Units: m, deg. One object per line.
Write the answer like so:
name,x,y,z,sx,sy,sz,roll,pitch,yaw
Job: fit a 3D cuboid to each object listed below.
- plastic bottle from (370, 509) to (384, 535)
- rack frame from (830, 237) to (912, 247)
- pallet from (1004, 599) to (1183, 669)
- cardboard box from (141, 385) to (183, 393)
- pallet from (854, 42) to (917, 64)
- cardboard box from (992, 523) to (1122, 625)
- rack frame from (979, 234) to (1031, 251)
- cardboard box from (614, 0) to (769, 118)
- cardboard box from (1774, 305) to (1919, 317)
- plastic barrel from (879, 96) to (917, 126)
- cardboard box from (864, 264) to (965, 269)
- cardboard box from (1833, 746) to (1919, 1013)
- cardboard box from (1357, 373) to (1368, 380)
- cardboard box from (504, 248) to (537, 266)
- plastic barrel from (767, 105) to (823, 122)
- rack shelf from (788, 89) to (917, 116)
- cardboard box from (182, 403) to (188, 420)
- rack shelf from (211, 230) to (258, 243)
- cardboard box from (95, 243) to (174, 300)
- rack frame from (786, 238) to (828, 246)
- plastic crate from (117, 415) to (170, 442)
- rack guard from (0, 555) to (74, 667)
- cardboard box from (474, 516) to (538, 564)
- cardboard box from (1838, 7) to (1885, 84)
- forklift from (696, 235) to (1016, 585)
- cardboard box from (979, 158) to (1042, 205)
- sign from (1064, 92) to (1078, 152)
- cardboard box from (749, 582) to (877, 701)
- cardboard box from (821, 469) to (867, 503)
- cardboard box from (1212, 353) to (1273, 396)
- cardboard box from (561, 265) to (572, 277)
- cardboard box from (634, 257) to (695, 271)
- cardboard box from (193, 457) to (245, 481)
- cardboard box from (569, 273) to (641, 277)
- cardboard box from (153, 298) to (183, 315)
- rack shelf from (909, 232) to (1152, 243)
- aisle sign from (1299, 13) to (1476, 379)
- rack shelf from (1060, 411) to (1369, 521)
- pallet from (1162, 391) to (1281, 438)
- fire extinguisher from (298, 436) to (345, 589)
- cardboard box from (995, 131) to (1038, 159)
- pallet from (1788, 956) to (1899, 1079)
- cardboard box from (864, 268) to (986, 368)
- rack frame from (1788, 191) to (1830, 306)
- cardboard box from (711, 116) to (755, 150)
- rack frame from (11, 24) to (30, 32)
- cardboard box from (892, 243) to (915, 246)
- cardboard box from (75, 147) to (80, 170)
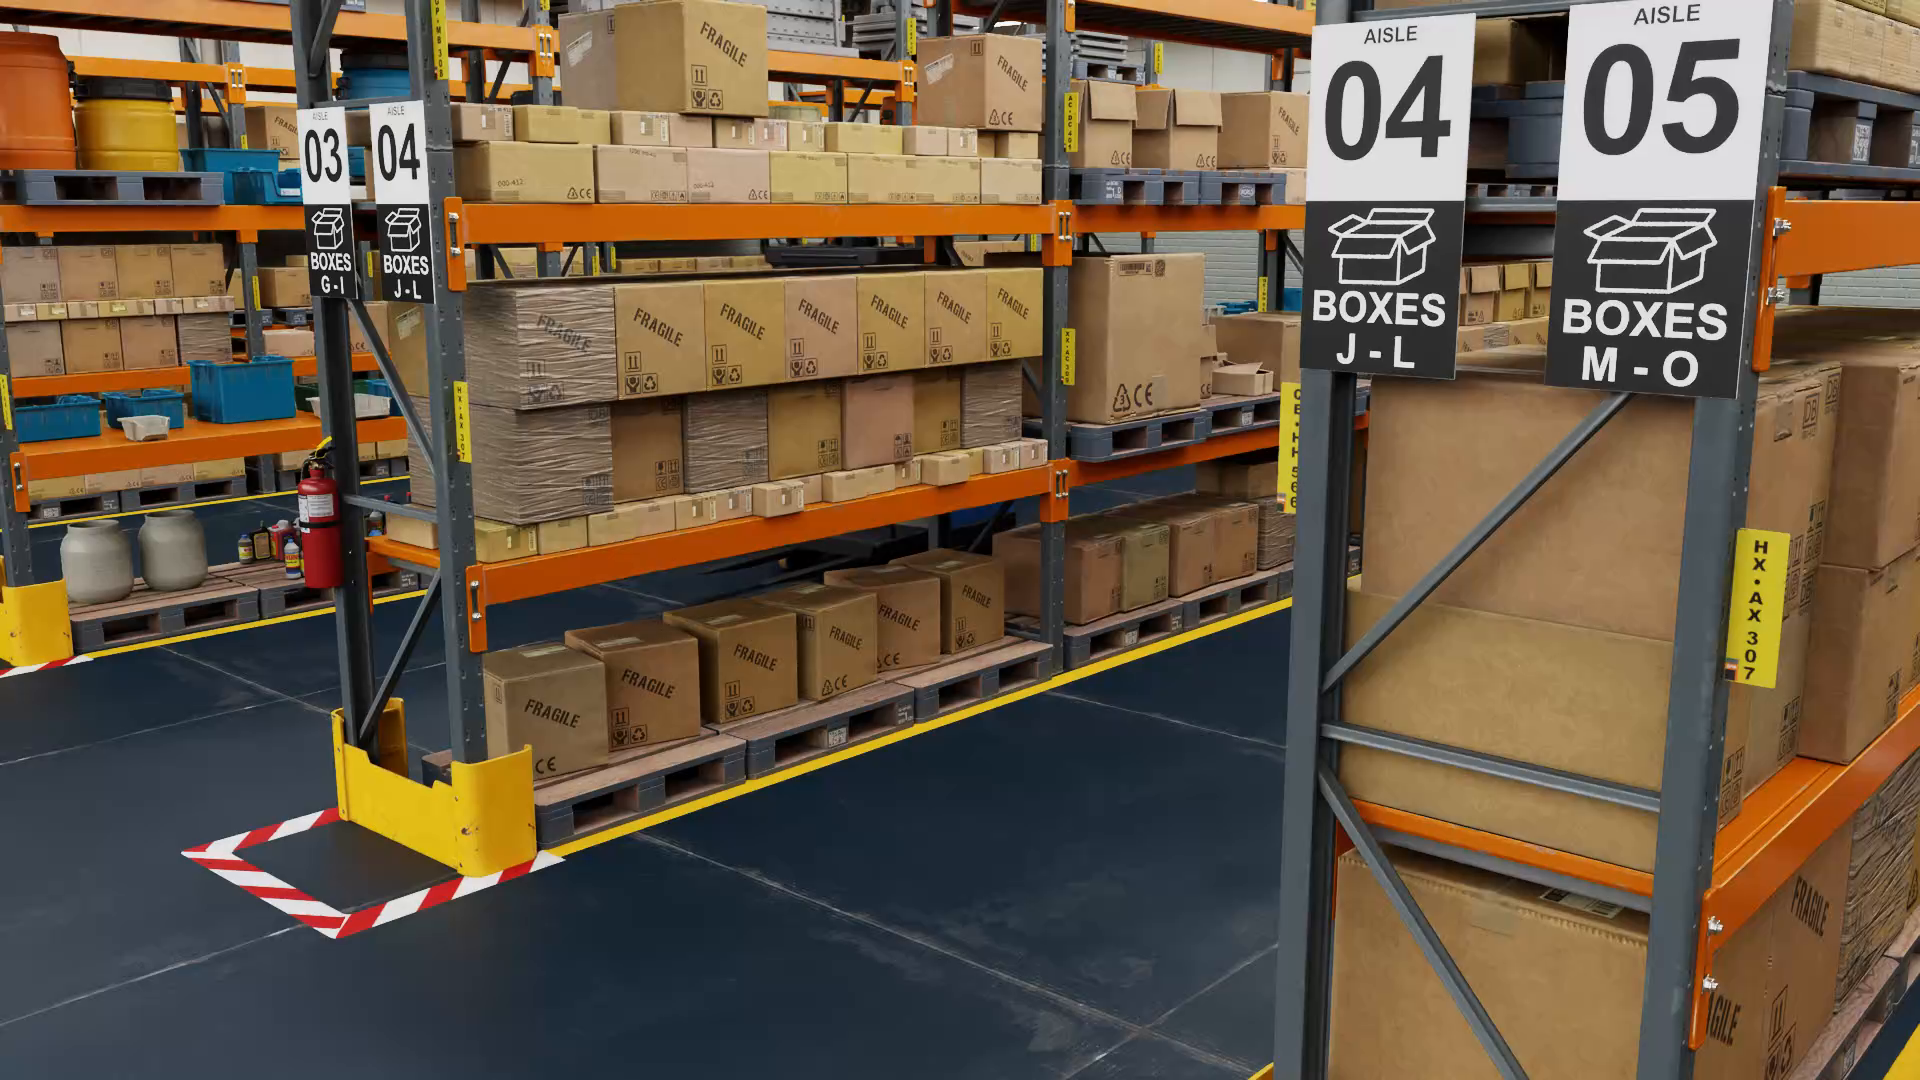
plastic bottle,-4.544,-0.112,12.956,0.097,0.271,0.097,0,11,0
rack frame,-0.866,-1.942,16.276,1.000,3.000,0.127,10,15,40
pallet,0.727,0.540,10.971,1.003,0.211,1.213,10,15,40
cardboard box,-10.171,-1.817,20.910,0.700,0.500,0.500,9,15,39
pallet,-0.366,-4.697,16.257,1.213,0.211,1.003,10,15,40
cardboard box,0.636,0.209,10.763,0.700,0.500,0.500,8,14,36
rack frame,0.697,-3.760,25.378,1.000,3.000,0.127,10,15,40
cardboard box,-1.243,-2.219,7.714,0.500,0.500,0.500,10,15,40
cardboard box,3.604,-0.610,6.468,0.875,0.550,0.550,10,15,40
plastic barrel,-0.489,-3.913,16.315,0.600,0.830,0.708,10,15,40
cardboard box,-0.274,-1.365,9.819,0.500,0.500,0.500,10,15,40
cardboard box,2.814,0.996,5.921,0.875,0.875,0.875,10,15,41
cardboard box,3.380,-1.387,13.242,0.500,0.500,0.500,10,15,42
cardboard box,-6.465,-4.133,24.265,0.500,0.250,0.500,10,15,41
plastic barrel,-1.571,-3.566,15.469,0.600,0.901,0.600,0,11,0
rack shelf,-0.623,-6.053,23.388,1.077,0.370,4.000,10,15,40
cardboard box,-7.705,-1.051,15.849,0.500,0.500,0.500,10,15,40
rack shelf,-5.904,-3.407,17.788,1.077,0.370,4.000,10,15,40
cardboard box,-7.845,-2.539,15.698,0.700,0.500,0.500,10,15,40
rack frame,-1.944,-3.171,22.432,1.000,3.000,0.127,10,15,40
plastic crate,-5.314,-0.726,10.860,0.298,0.136,0.250,10,15,40
rack guard,-6.132,0.444,10.714,1.175,0.500,0.348,10,15,40
cardboard box,-2.059,-0.013,7.257,0.380,0.149,0.250,10,15,40
cardboard box,1.868,-1.118,3.805,0.380,0.149,0.250,10,15,41
forklift,-0.773,-1.196,12.714,1.130,2.935,3.031,8,14,33
cardboard box,0.110,-2.010,9.339,0.500,0.250,0.500,11,15,42
sign,0.627,-2.369,9.433,0.100,0.325,0.005,10,15,40
cardboard box,-0.803,0.547,9.123,0.500,0.500,0.500,8,14,35
cardboard box,-0.708,-0.301,8.704,0.380,0.149,0.250,10,15,40
cardboard box,1.957,-1.161,11.639,0.396,0.266,0.258,9,15,39
cardboard box,-6.112,-3.839,24.709,0.500,0.500,0.500,10,15,41
cardboard box,-4.811,-4.143,26.529,0.980,0.700,0.700,9,15,39
cardboard box,-7.366,-0.756,16.284,0.500,0.250,0.500,10,15,40
cardboard box,-4.253,-2.945,19.971,0.700,0.500,0.500,4,12,21
cardboard box,-7.579,-2.219,15.751,0.380,0.149,0.250,9,15,39
rack shelf,0.455,-3.354,17.526,1.077,0.370,4.000,10,15,40
aisle sign,0.961,-0.772,3.779,0.394,0.787,0.004,10,15,40
rack shelf,1.535,-0.655,11.667,1.077,0.370,4.000,10,15,40
pallet,1.579,-0.911,11.604,1.003,0.211,1.213,10,15,40
fire extinguisher,-2.848,-0.129,7.398,0.296,0.674,0.183,10,15,40
cardboard box,0.217,-2.221,9.379,0.380,0.149,0.250,10,15,42
pallet,2.508,1.593,5.699,1.003,0.211,1.213,10,15,40
cardboard box,-0.205,-1.223,9.108,0.500,0.500,0.500,10,15,40
rack frame,3.873,-0.057,6.838,1.000,3.000,0.127,10,15,40
cardboard box,-1.186,-1.915,7.848,0.380,0.149,0.250,9,14,38
rack frame,-10.948,-5.576,19.155,1.000,3.000,0.127,10,15,40
cardboard box,-0.741,-3.895,23.247,0.500,0.500,0.500,9,15,39
cardboard box,-8.111,-3.577,15.601,0.500,0.311,0.500,9,14,37
